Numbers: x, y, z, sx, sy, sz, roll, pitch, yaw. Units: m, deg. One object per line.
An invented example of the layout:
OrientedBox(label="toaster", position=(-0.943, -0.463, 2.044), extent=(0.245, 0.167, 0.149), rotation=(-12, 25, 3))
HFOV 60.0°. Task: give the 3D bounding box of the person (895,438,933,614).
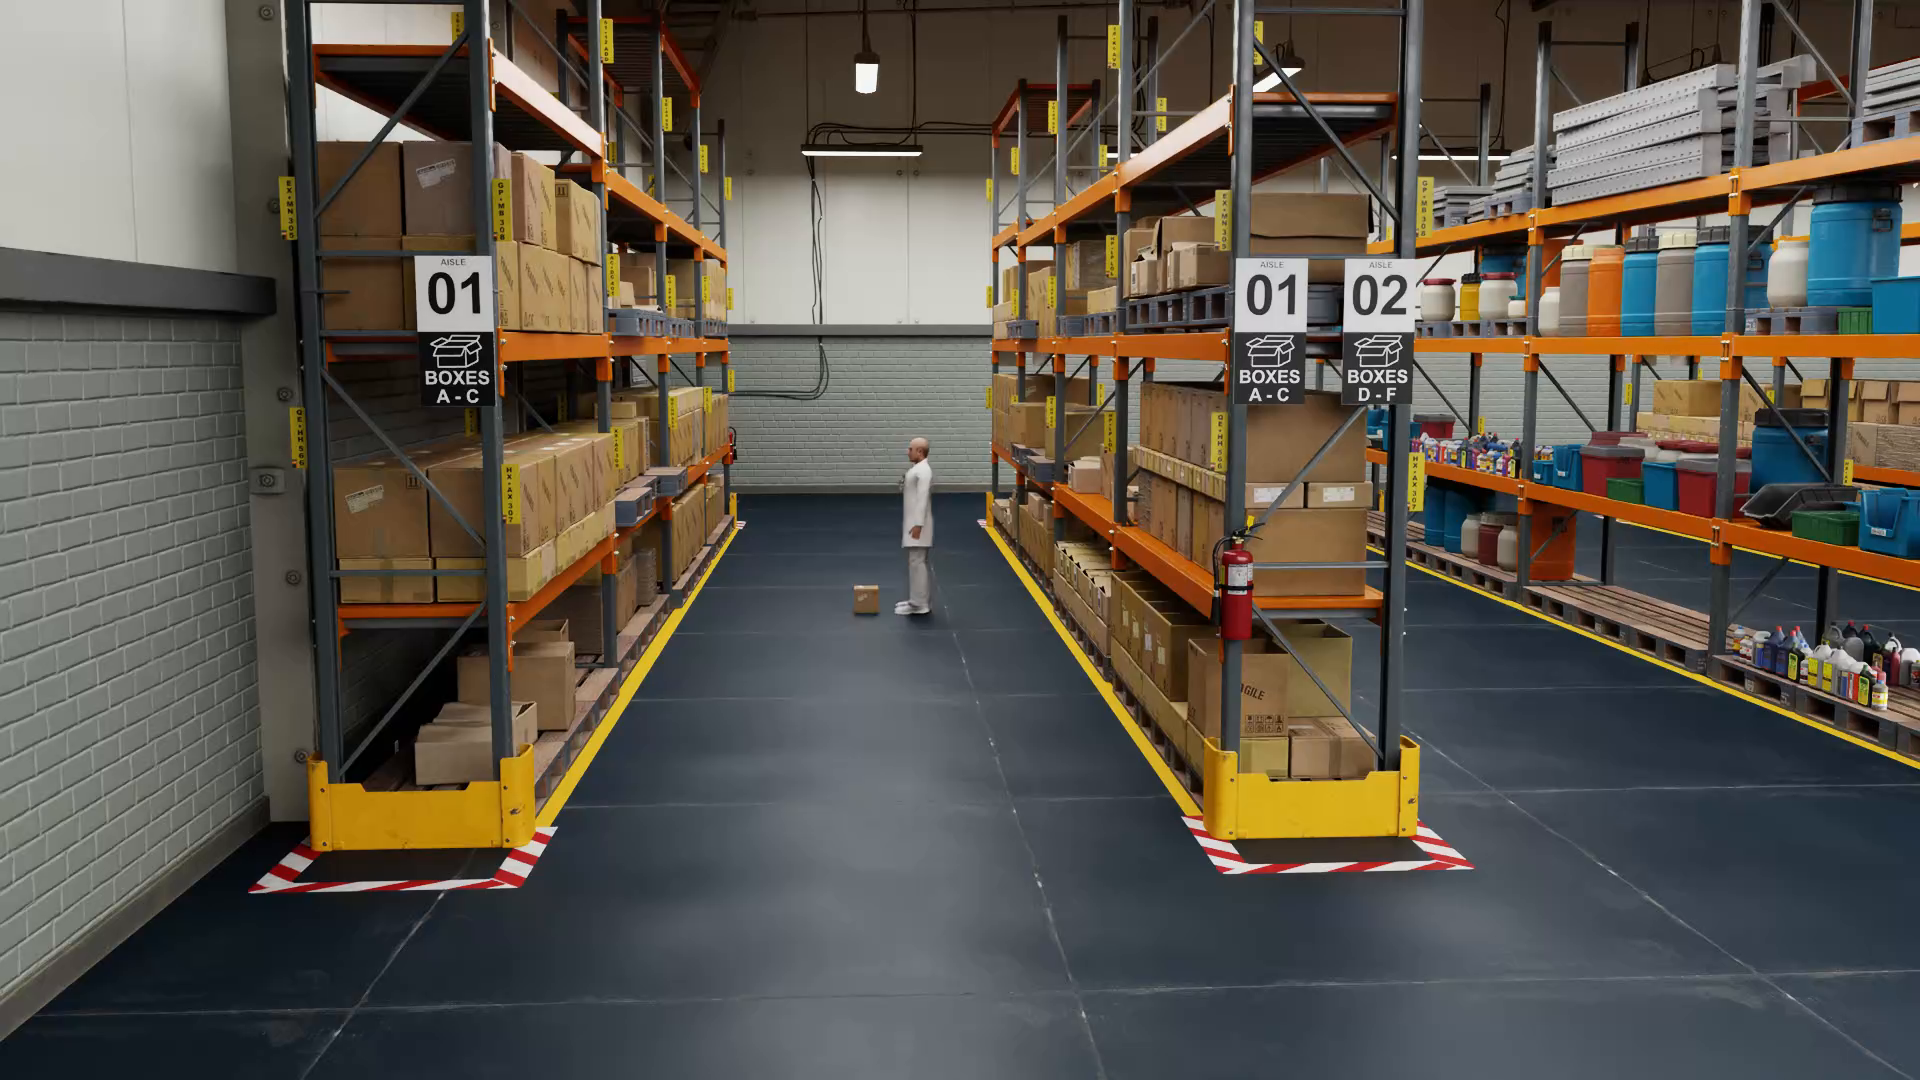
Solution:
OrientedBox(label="person", position=(-0.477, -0.151, 17.076), extent=(0.403, 1.792, 0.618), rotation=(0, 7, -4))
